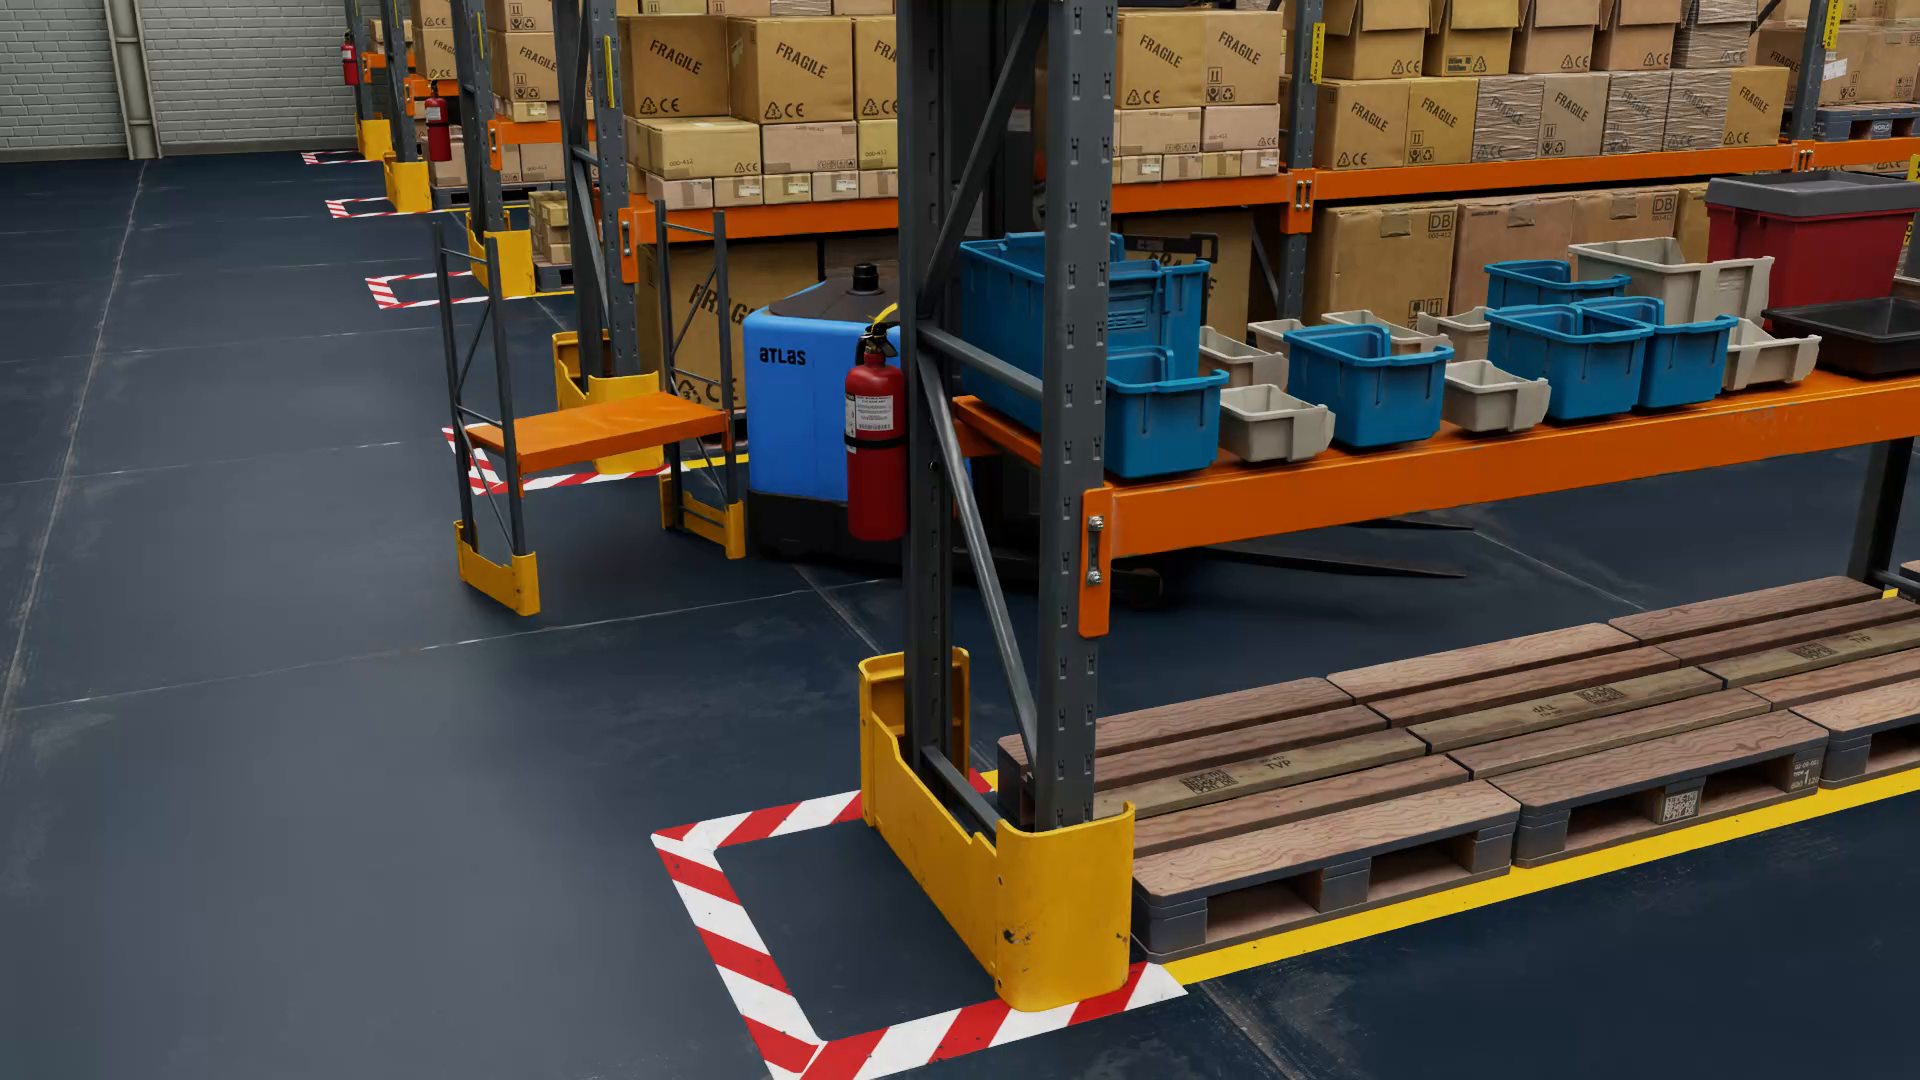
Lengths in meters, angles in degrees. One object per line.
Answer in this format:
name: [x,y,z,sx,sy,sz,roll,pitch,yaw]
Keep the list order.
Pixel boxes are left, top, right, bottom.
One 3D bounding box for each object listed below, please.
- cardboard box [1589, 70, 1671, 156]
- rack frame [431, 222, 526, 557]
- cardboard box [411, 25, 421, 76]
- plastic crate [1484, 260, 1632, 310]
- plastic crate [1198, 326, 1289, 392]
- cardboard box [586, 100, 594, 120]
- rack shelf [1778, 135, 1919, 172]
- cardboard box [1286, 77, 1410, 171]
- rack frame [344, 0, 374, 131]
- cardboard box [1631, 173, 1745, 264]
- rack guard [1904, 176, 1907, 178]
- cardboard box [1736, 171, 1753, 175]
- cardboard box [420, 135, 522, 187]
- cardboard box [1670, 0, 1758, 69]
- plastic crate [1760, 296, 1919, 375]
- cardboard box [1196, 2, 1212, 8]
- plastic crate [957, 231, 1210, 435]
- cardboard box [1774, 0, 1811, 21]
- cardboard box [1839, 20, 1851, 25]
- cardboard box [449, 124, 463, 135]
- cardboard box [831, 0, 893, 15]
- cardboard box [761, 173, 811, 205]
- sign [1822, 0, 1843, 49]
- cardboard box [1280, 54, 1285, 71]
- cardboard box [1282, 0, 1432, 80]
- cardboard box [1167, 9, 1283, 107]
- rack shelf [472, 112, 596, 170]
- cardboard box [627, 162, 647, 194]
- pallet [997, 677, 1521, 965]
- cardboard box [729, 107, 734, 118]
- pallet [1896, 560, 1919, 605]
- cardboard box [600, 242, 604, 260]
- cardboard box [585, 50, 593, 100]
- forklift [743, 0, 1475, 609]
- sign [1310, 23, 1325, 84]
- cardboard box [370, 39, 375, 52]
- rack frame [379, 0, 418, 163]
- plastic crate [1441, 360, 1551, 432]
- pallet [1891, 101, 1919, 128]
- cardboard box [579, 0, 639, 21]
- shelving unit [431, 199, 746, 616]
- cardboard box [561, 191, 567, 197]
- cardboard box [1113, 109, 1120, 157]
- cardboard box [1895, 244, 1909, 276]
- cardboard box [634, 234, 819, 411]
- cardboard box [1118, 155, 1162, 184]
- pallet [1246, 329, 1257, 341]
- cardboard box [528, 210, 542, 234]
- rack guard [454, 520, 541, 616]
cardboard box: [4.177,-2.769,10.720,0.500,0.500,0.500,-9,21,-24]
rack frame: [-1.908,-0.482,6.634,0.032,1.500,0.500,-16,25,-39]
cardboard box: [-5.466,-5.157,17.500,0.500,0.500,0.500,-8,21,-22]
plastic crate: [1.868,-0.731,5.242,0.300,0.233,0.416,-8,21,-22]
plastic crate: [0.761,-0.499,4.730,0.243,0.136,0.396,-8,21,-22]
cardboard box: [-2.837,-3.358,12.922,0.250,0.149,0.380,-9,21,-23]
rack shelf: [7.304,-2.919,12.380,4.000,0.370,1.077,-8,21,-22]
cardboard box: [2.316,-2.501,9.958,0.500,0.500,0.500,-8,21,-22]
rack frame: [-7.773,-6.478,21.405,0.127,3.000,1.000,-8,21,-22]
cardboard box: [4.825,-2.107,11.557,0.875,0.875,1.225,-9,21,-24]
rack guard: [10.963,-4.398,19.260,0.348,0.500,1.175,-8,21,-22]
cardboard box: [7.874,-4.305,17.799,0.875,0.875,0.875,-8,21,-21]
cardboard box: [-5.237,-4.072,17.796,0.875,0.438,0.875,-9,21,-24]
cardboard box: [4.790,-3.425,11.071,0.637,0.503,0.797,-7,21,-20]
plastic crate: [2.835,-0.628,5.114,0.590,0.125,0.437,-8,21,-22]
cardboard box: [3.008,-6.534,20.333,0.500,0.500,0.500,-8,21,-21]
plastic crate: [0.317,-0.579,4.506,0.499,0.435,0.616,-8,21,-22]
cardboard box: [8.630,-5.803,17.634,0.550,0.550,0.875,-8,21,-22]
cardboard box: [9.088,-5.385,18.074,0.500,0.550,0.875,-8,21,-22]
cardboard box: [-6.769,-5.427,22.080,0.250,0.149,0.380,-9,21,-24]
cardboard box: [-0.874,-4.440,13.513,0.500,0.500,0.500,-9,21,-24]
cardboard box: [-0.952,-1.839,8.606,0.250,0.149,0.380,-9,21,-23]
sign: [5.690,-3.373,10.842,0.005,0.325,0.100,-8,21,-22]
cardboard box: [2.860,-4.330,15.049,0.250,0.149,0.380,-8,21,-21]
cardboard box: [2.378,-3.076,10.082,0.637,0.503,0.797,-9,21,-23]
cardboard box: [1.478,-2.751,9.467,0.500,0.500,0.500,-8,21,-20]
rack shelf: [-1.914,-3.393,13.725,4.000,0.370,1.077,-8,21,-22]
cardboard box: [-1.682,-1.972,8.984,0.250,0.149,0.380,-8,21,-21]
pallet: [0.856,0.786,4.972,1.213,0.211,1.003,-8,21,-22]
cardboard box: [-1.072,-2.224,9.100,0.500,0.250,0.500,-9,21,-23]
pallet: [4.481,0.267,6.445,1.213,0.211,1.003,-8,21,-22]
cardboard box: [-2.934,-2.353,13.349,0.250,0.149,0.380,-8,21,-22]
cardboard box: [-2.747,-3.710,12.942,0.500,0.500,0.500,-8,21,-22]
forklift: [0.642,-1.301,6.804,3.031,2.935,1.130,7,20,18]
sign: [2.016,-2.746,9.382,0.005,0.325,0.100,-8,21,-22]
cardboard box: [-7.575,-6.485,21.803,0.250,0.149,0.380,-8,21,-23]
rack frame: [-5.804,-4.965,17.107,0.127,3.000,1.000,-8,21,-22]
plastic crate: [1.391,-0.375,4.377,0.298,0.136,0.250,-8,21,-22]
pallet: [7.269,-3.178,12.320,1.213,0.211,1.003,-8,21,-22]
cardboard box: [-2.772,-4.175,12.758,0.500,0.500,0.500,-8,21,-20]
shelving unit: [-1.533,-0.592,6.946,1.083,1.500,0.587,-16,25,-39]
cardboard box: [-3.111,-2.766,13.624,0.250,0.149,0.380,-8,21,-21]
cardboard box: [0.550,-2.265,9.216,0.500,0.250,0.500,-8,21,-21]
cardboard box: [6.579,-2.195,12.341,0.500,0.500,0.700,-10,22,-26]
cardboard box: [-1.322,-1.248,9.116,0.875,0.875,0.875,-8,21,-22]
cardboard box: [0.936,-2.109,9.375,0.250,0.149,0.380,-8,21,-21]
pallet: [2.473,-1.279,10.836,1.213,0.211,1.003,-8,21,-22]
cardboard box: [-3.379,-2.619,13.657,0.250,0.149,0.380,-9,21,-23]
rack guard: [-1.907,0.107,6.842,0.087,0.250,0.587,-16,25,-39]
